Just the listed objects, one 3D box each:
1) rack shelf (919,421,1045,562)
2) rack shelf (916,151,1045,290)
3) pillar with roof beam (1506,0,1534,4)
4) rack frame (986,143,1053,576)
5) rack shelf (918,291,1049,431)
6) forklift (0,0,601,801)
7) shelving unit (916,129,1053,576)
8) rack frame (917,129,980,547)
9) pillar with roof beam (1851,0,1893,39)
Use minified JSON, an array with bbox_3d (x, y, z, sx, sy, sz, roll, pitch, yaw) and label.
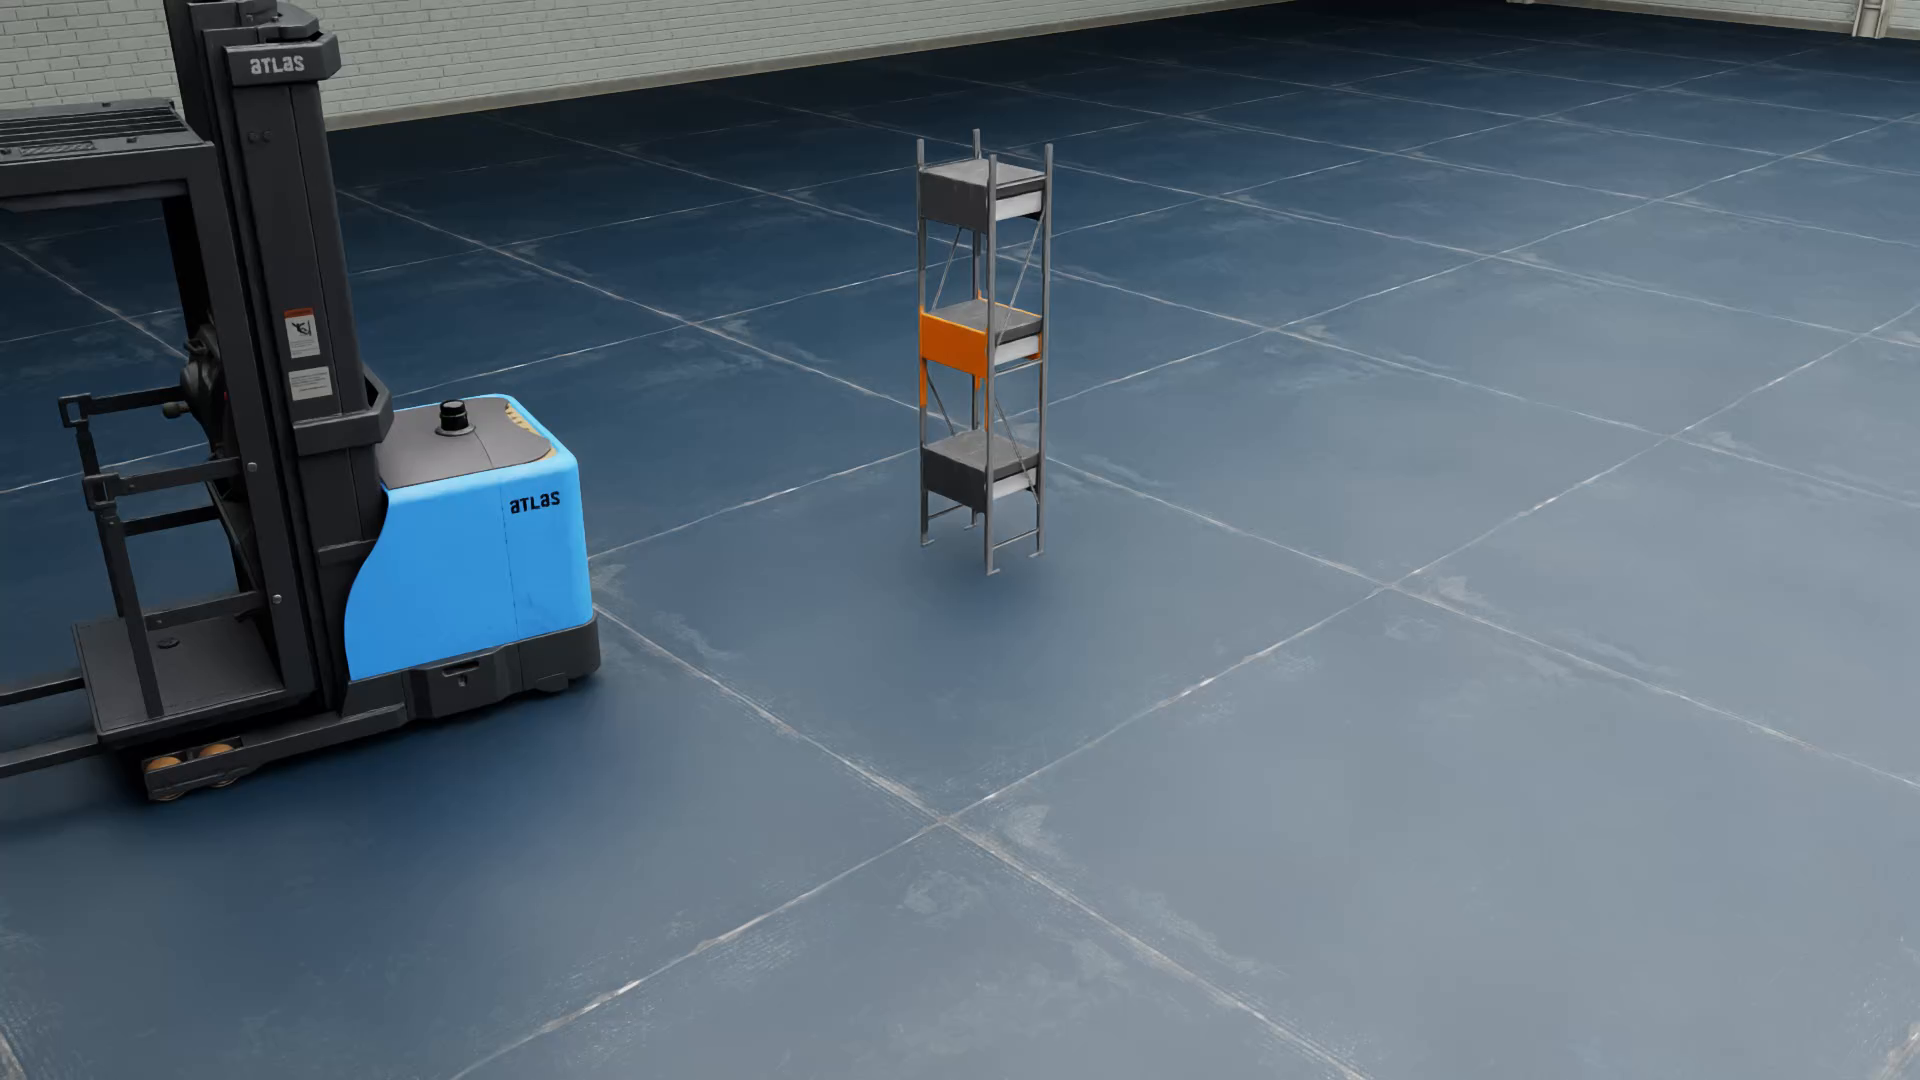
[{"bbox_3d":[0.113,-0.256,8.500,0.431,0.518,0.480,-21,32,-38],"label":"rack shelf"},{"bbox_3d":[0.113,-1.530,7.919,0.431,0.518,0.480,-21,32,-38],"label":"rack shelf"},{"bbox_3d":[6.974,-12.572,25.467,9.100,9.000,0.400,-21,32,-38],"label":"pillar with roof beam"},{"bbox_3d":[0.280,-0.831,8.042,0.400,2.100,0.015,-21,32,-38],"label":"rack frame"},{"bbox_3d":[0.113,-0.893,8.210,0.431,0.518,0.480,-21,32,-38],"label":"rack shelf"},{"bbox_3d":[-3.120,-0.563,6.453,3.031,2.935,1.130,-14,28,-28],"label":"forklift"},{"bbox_3d":[0.113,-0.905,8.204,0.431,2.100,0.503,-21,32,-38],"label":"shelving unit"},{"bbox_3d":[-0.054,-0.979,8.366,0.400,2.100,0.015,-21,32,-38],"label":"rack frame"},{"bbox_3d":[11.075,-10.755,21.482,9.100,9.000,0.400,-21,32,-38],"label":"pillar with roof beam"}]
